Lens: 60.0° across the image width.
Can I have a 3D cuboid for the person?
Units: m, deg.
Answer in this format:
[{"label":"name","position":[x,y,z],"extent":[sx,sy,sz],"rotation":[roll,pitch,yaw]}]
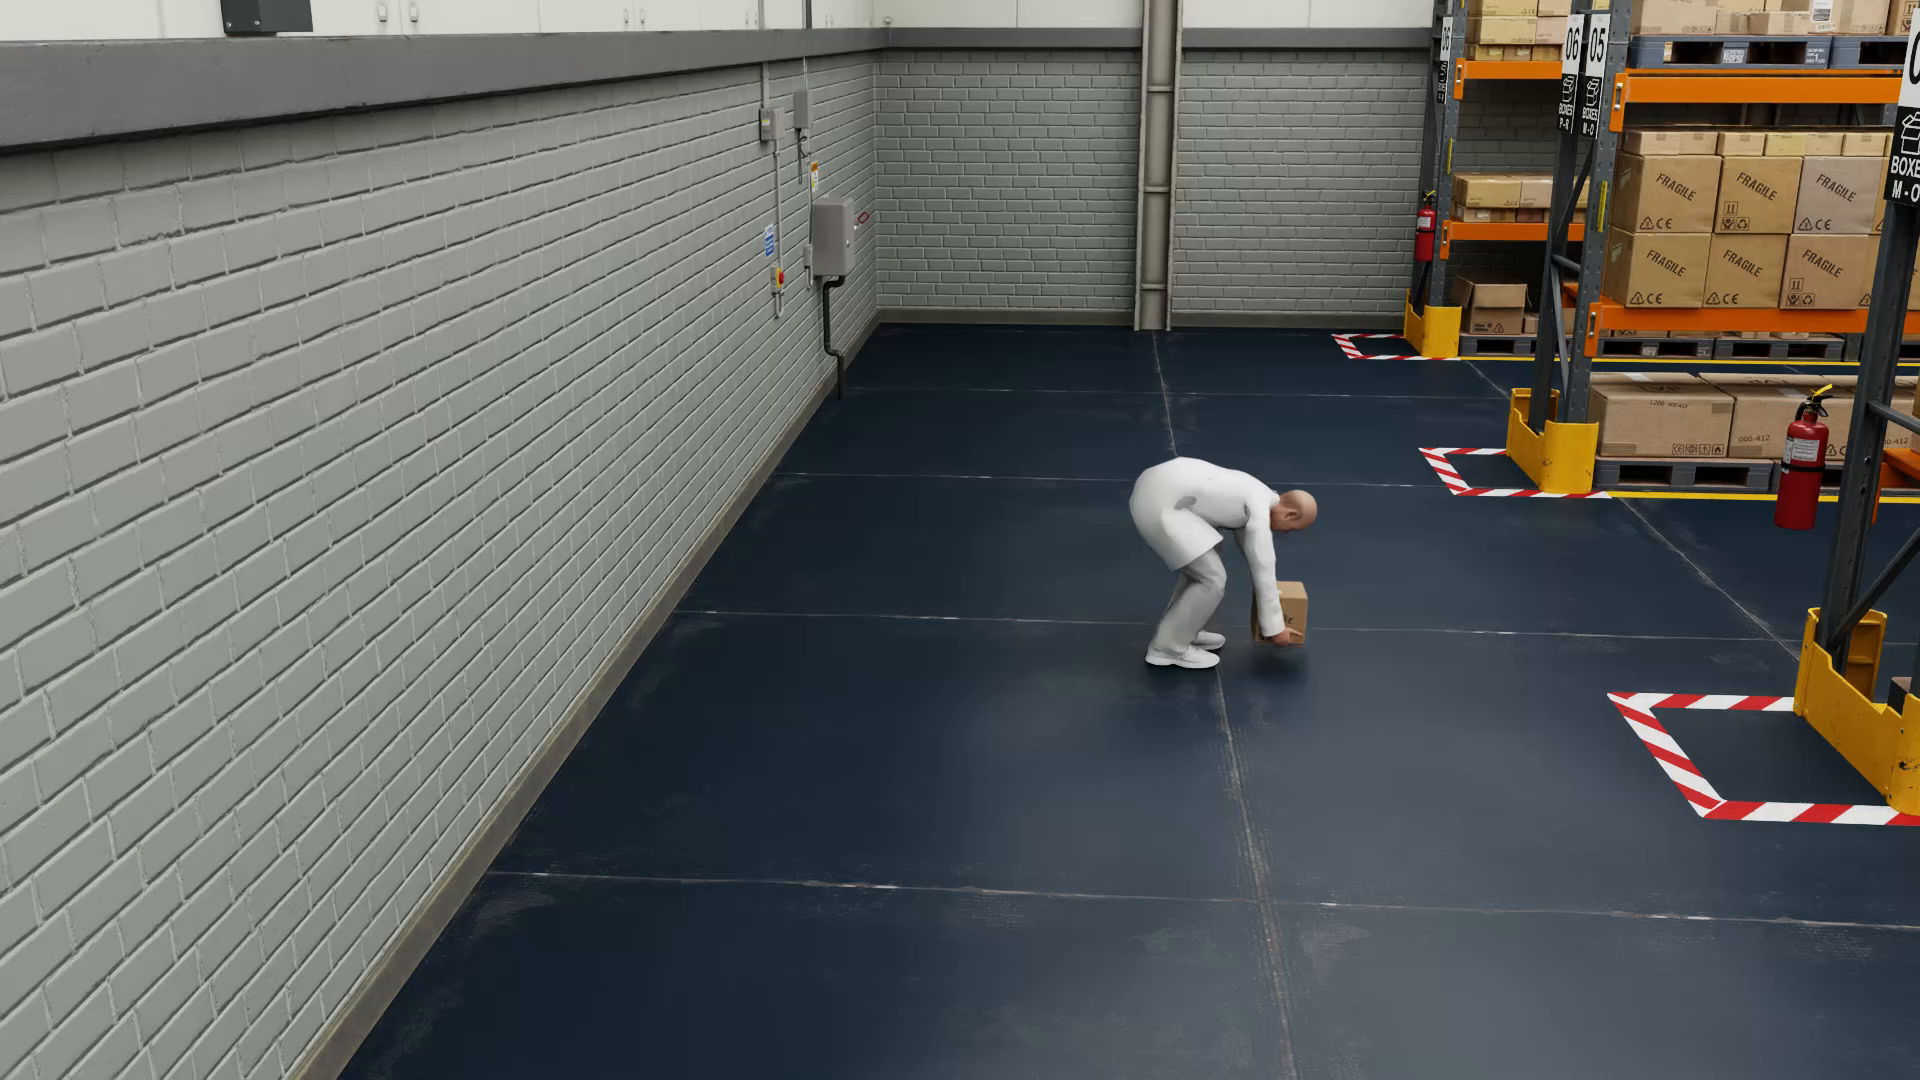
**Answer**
[{"label":"person","position":[1.213,-0.246,8.371],"extent":[0.560,1.780,0.527],"rotation":[1,17,3]}]
